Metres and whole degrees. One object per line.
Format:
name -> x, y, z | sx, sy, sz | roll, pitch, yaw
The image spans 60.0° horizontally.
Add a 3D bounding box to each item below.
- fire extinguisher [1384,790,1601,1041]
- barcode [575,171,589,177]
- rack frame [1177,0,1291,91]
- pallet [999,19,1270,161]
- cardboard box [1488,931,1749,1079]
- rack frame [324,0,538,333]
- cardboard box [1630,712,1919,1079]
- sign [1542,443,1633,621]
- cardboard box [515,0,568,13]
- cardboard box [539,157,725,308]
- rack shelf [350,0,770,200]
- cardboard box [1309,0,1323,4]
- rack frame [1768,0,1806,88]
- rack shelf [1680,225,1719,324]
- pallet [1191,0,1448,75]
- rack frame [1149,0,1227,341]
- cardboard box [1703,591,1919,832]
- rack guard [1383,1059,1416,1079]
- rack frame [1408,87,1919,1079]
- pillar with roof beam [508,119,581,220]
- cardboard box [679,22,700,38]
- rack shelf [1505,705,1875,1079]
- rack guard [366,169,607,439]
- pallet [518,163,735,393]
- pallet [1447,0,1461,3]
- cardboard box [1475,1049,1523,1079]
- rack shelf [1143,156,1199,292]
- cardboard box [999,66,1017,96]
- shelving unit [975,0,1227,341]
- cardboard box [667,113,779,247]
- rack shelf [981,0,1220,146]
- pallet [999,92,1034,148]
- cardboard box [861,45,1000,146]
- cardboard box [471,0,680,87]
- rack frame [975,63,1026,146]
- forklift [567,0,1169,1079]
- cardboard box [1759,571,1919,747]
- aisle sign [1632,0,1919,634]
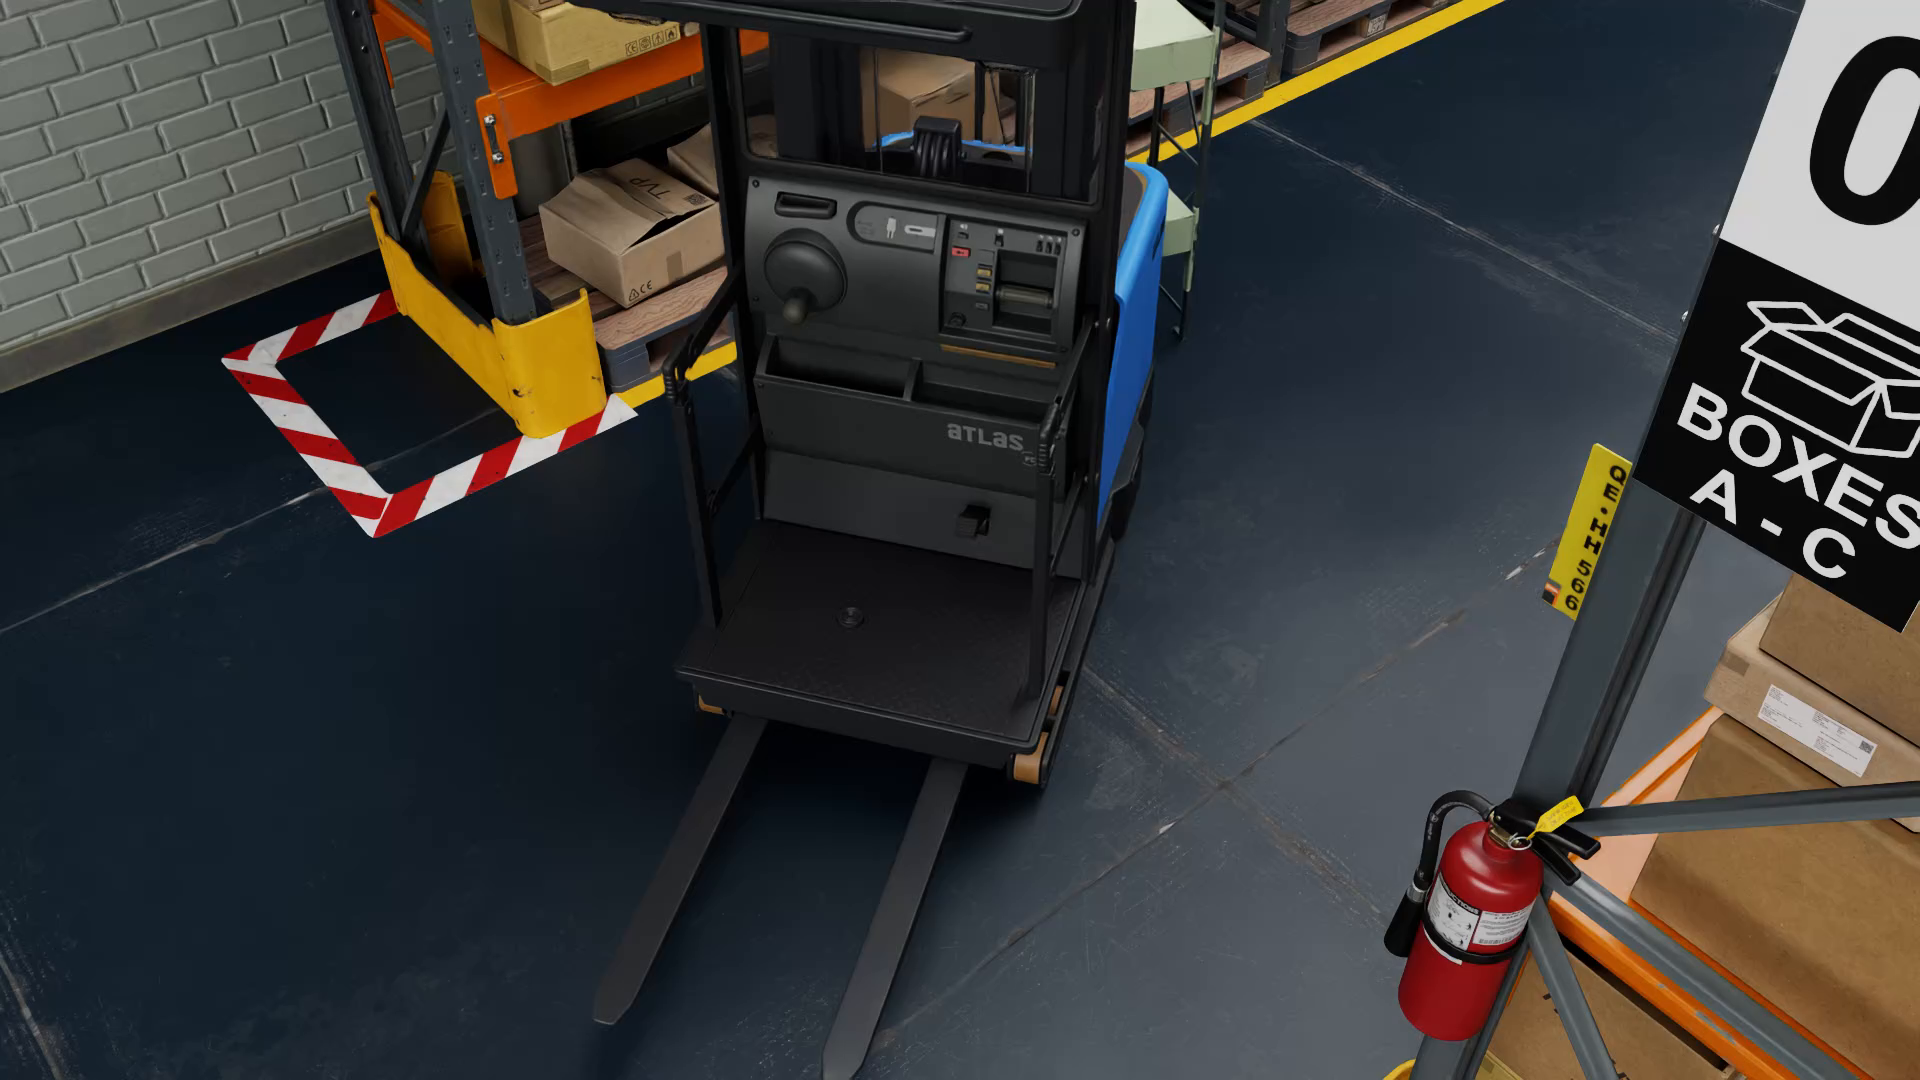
fire extinguisher -> 0.918, 0.637, 2.937 | 0.183, 0.674, 0.296 | -30, 51, -28
barcode -> -1.528, -1.457, 6.746 | 0.075, 0.075, 0.001 | -30, 51, -28
rack frame -> 1.194, -3.556, 7.345 | 0.127, 3.000, 1.000 | -30, 51, -28
pallet -> 0.702, -2.226, 7.966 | 1.213, 0.211, 1.003 | -30, 51, -28
cardboard box -> 1.527, 0.985, 3.664 | 0.500, 0.500, 0.500 | -30, 51, -28
rack frame -> -1.874, -1.799, 5.474 | 0.127, 3.000, 1.000 | -30, 51, -28
cardboard box -> 1.673, 0.566, 2.883 | 0.500, 0.500, 0.700 | -30, 51, -28
sign -> 0.969, 0.001, 2.539 | 0.005, 0.325, 0.100 | -30, 51, -28
cardboard box -> -1.315, -2.077, 5.317 | 0.500, 0.500, 0.500 | -30, 51, -28
cardboard box -> -1.286, -1.236, 6.517 | 0.500, 0.311, 0.500 | 33, 52, 30
rack shelf -> -0.340, -2.415, 6.656 | 4.000, 0.370, 1.077 | -30, 51, -28
cardboard box -> 1.748, -3.137, 8.404 | 0.500, 0.500, 0.700 | -28, 50, -27
rack frame -> 1.307, -1.386, 0.653 | 0.127, 3.000, 1.000 | -30, 51, -28
rack shelf -> 2.841, -0.909, 2.861 | 4.000, 0.370, 1.077 | -30, 51, -28
pallet -> 1.790, -2.882, 8.665 | 1.213, 0.211, 1.003 | -30, 51, -28
rack frame -> 0.818, -1.465, 6.214 | 0.023, 1.500, 0.400 | -15, 45, -16
cardboard box -> 1.478, 0.260, 2.735 | 0.250, 0.149, 0.380 | -31, 51, -28
rack guard -> 1.289, 1.722, 3.551 | 0.348, 0.500, 1.175 | -30, 51, -28
rack frame -> 1.307, 0.801, 2.706 | 0.127, 3.000, 1.000 | -30, 51, -28
pillar with roof beam -> 0.870, -2.487, 1.825 | 0.400, 9.000, 9.100 | -30, 51, -28
cardboard box -> -0.907, -2.035, 5.820 | 0.500, 0.250, 0.500 | -31, 52, -29
rack shelf -> 2.841, 0.184, 3.888 | 4.000, 0.370, 1.077 | -30, 51, -28
rack guard -> -1.816, -0.921, 6.366 | 0.348, 0.500, 1.175 | -30, 51, -28
pallet -> -1.170, -1.154, 6.825 | 1.213, 0.211, 1.003 | -30, 51, -28
pallet -> 2.727, -3.421, 9.238 | 1.213, 0.211, 1.003 | -30, 51, -28
cardboard box -> 1.529, 1.259, 3.920 | 0.500, 0.250, 0.500 | -30, 51, -28
rack shelf -> 0.478, -1.134, 6.338 | 0.720, 0.370, 0.431 | -15, 45, -16
cardboard box -> 0.424, -2.328, 7.542 | 0.500, 0.500, 0.500 | -34, 53, -31
shelving unit -> 0.478, -1.371, 6.115 | 0.755, 1.500, 0.431 | -15, 45, -16
cardboard box -> -0.848, -1.486, 6.784 | 0.500, 0.311, 0.500 | -26, 49, -25
rack shelf -> 0.478, -1.656, 5.847 | 0.720, 0.370, 0.431 | -15, 45, -16
pallet -> -0.235, -1.687, 7.392 | 1.213, 0.211, 1.003 | -30, 51, -28
cardboard box -> -0.254, -1.851, 7.034 | 0.500, 0.500, 0.700 | -33, 52, -30
cardboard box -> -1.296, -1.799, 5.569 | 0.500, 0.250, 0.500 | -31, 51, -29
rack frame -> 0.139, -1.278, 6.015 | 0.023, 1.500, 0.400 | -15, 45, -16
forklift -> -0.187, -0.644, 4.295 | 1.130, 2.935, 3.031 | 11, 44, 11
cardboard box -> 1.714, 0.070, 2.464 | 0.500, 0.500, 0.700 | -30, 51, -28
aisle sign -> 1.068, -0.272, 1.950 | 0.004, 0.787, 0.394 | -30, 51, -28
